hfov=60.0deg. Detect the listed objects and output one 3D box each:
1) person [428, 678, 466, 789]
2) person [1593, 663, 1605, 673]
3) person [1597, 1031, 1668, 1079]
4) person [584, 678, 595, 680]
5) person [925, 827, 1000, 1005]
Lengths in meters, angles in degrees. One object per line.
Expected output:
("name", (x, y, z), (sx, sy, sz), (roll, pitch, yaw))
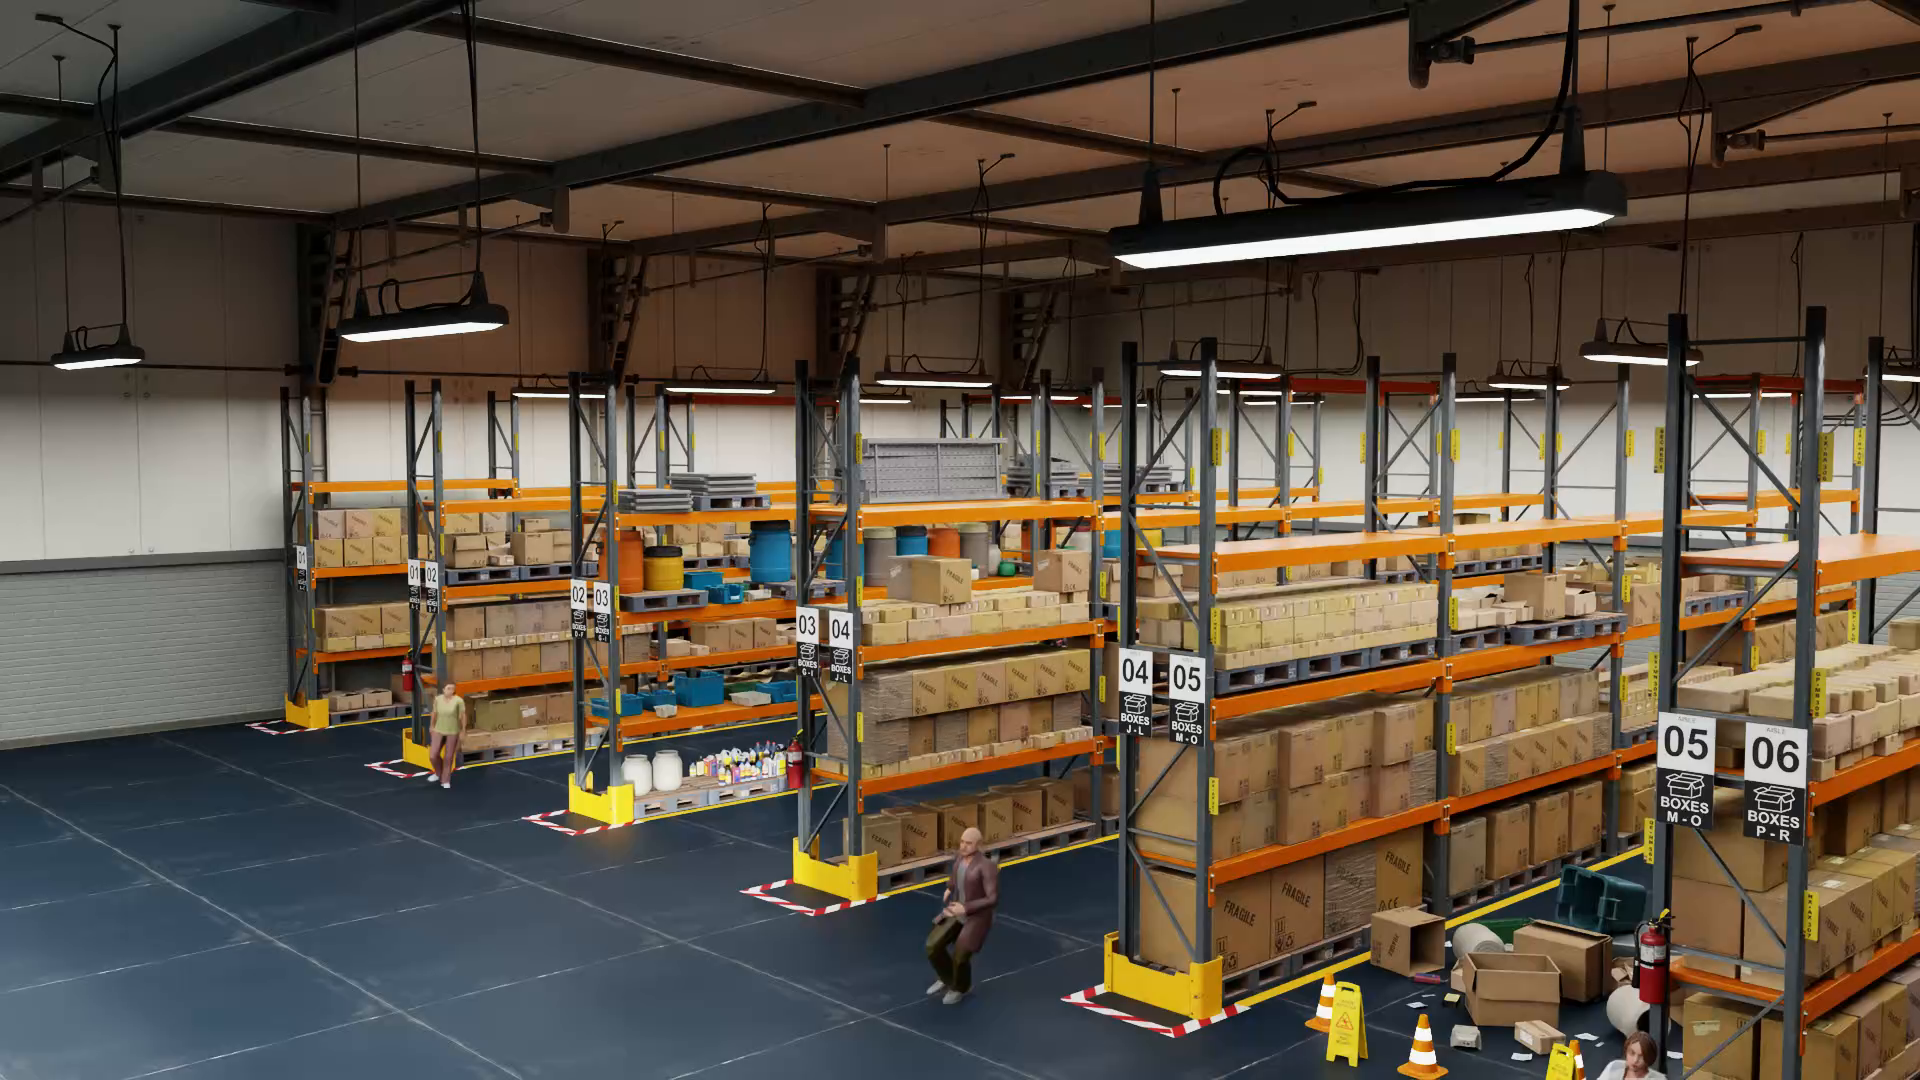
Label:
("person", (-7.484, 2.806, 24.218), (0.614, 1.636, 0.524), (0, 4, -5))
("person", (9.617, 2.801, 24.967), (0.789, 1.547, 0.666), (-3, 5, -41))
("person", (4.042, 3.722, 10.018), (0.581, 1.532, 0.838), (3, 5, 39))
("person", (-6.760, 2.338, 30.833), (0.651, 1.734, 0.627), (2, 4, 22))
("person", (0.021, 3.389, 14.874), (0.874, 1.691, 0.755), (3, 5, 36))
